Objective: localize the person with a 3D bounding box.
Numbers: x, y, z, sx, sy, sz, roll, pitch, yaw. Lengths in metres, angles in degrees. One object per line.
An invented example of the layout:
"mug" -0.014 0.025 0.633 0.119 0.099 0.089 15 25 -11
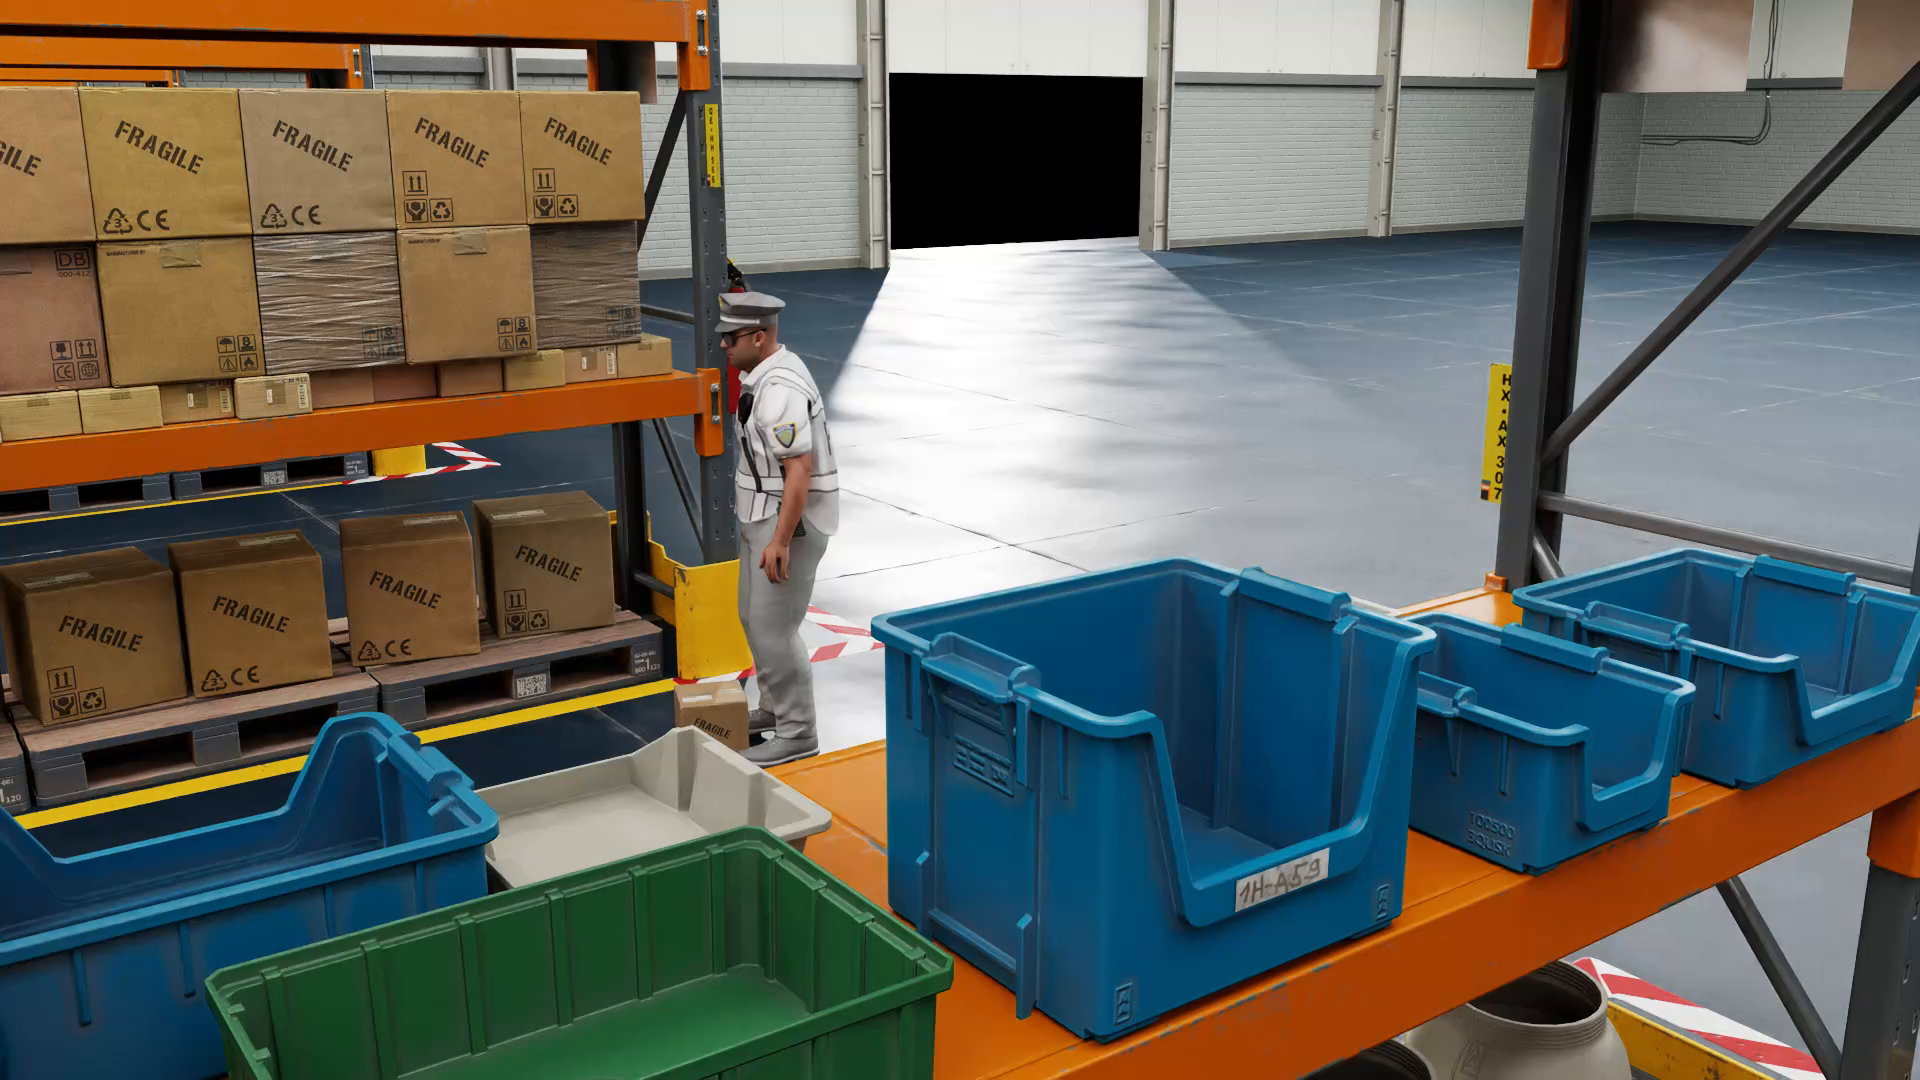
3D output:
"person" -0.677 -0.051 6.191 0.437 1.747 0.583 -4 15 -15
